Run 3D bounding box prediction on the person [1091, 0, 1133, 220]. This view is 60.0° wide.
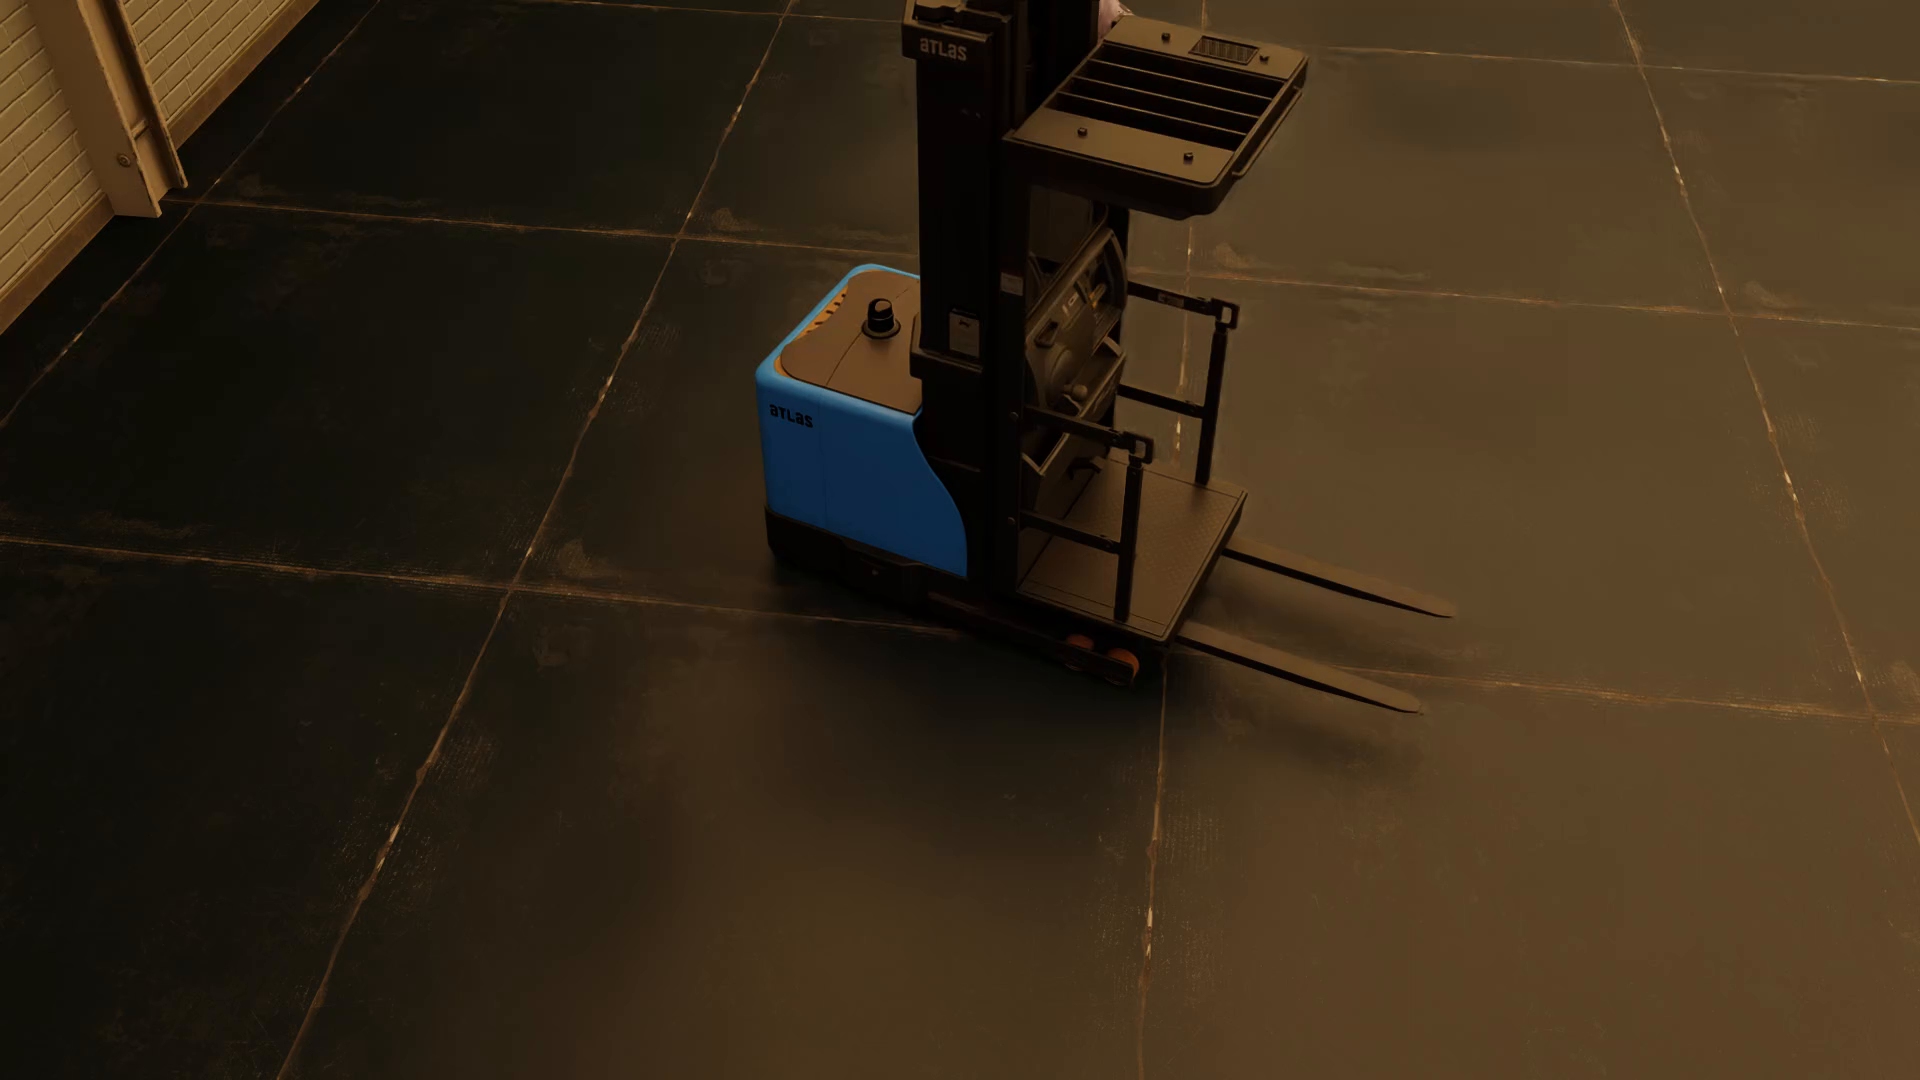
[{"bbox_3d":[0.767,-2.526,9.441,0.719,1.633,0.548,8,43,9],"label":"person"}]

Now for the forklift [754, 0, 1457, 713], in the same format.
[{"bbox_3d":[0.657,-0.862,6.663,3.031,2.935,1.130,18,46,19],"label":"forklift"}]
